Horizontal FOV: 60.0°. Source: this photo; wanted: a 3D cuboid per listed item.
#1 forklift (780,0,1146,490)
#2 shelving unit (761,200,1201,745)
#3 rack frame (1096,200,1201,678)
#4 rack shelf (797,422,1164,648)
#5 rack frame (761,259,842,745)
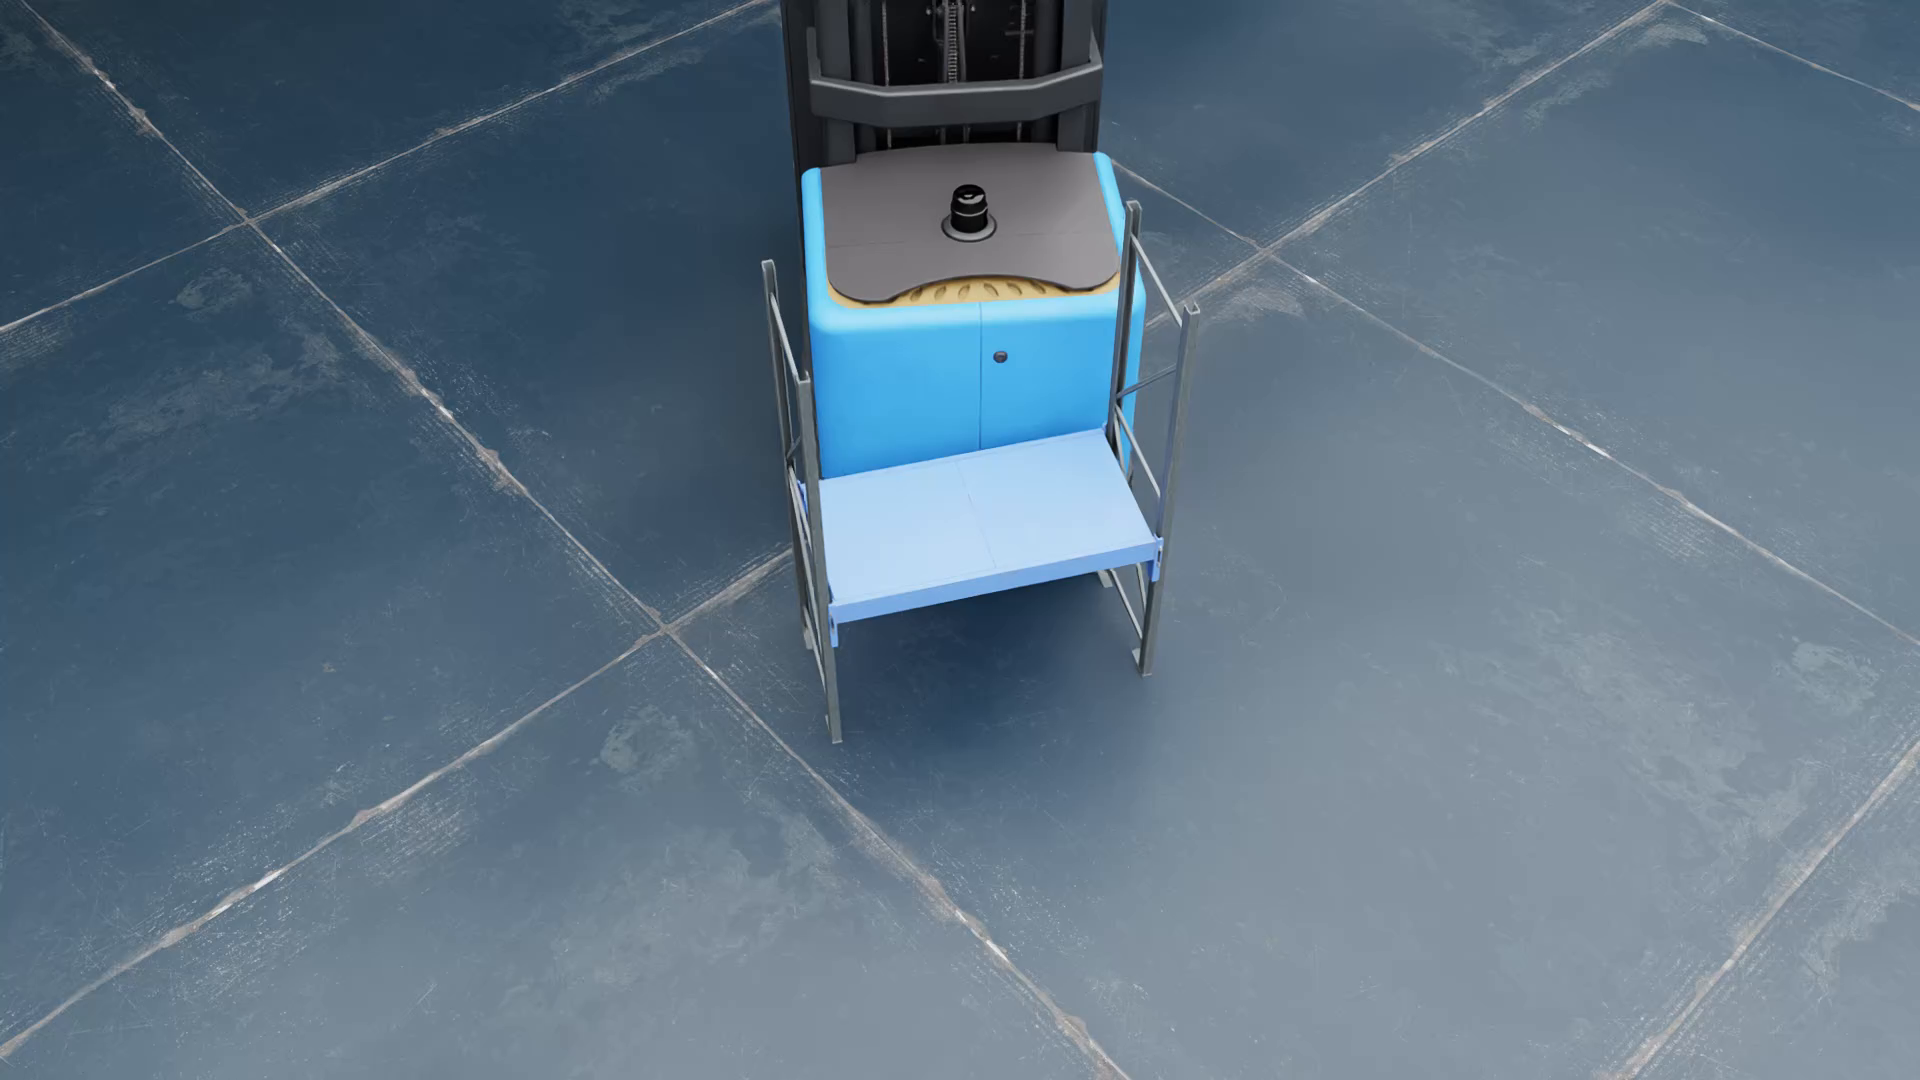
[{"bbox_3d":[-0.077,-2.032,5.631,1.130,2.935,3.031,-4,47,-4],"label":"forklift"},{"bbox_3d":[0.045,-0.150,4.868,1.048,1.500,0.538,-11,48,-10],"label":"shelving unit"},{"bbox_3d":[0.536,-0.246,4.957,0.032,1.500,0.500,-11,48,-10],"label":"rack frame"},{"bbox_3d":[0.045,-0.028,5.000,1.000,0.185,0.538,-11,48,-10],"label":"rack shelf"},{"bbox_3d":[-0.446,-0.053,4.778,0.032,1.500,0.500,-11,48,-10],"label":"rack frame"}]
